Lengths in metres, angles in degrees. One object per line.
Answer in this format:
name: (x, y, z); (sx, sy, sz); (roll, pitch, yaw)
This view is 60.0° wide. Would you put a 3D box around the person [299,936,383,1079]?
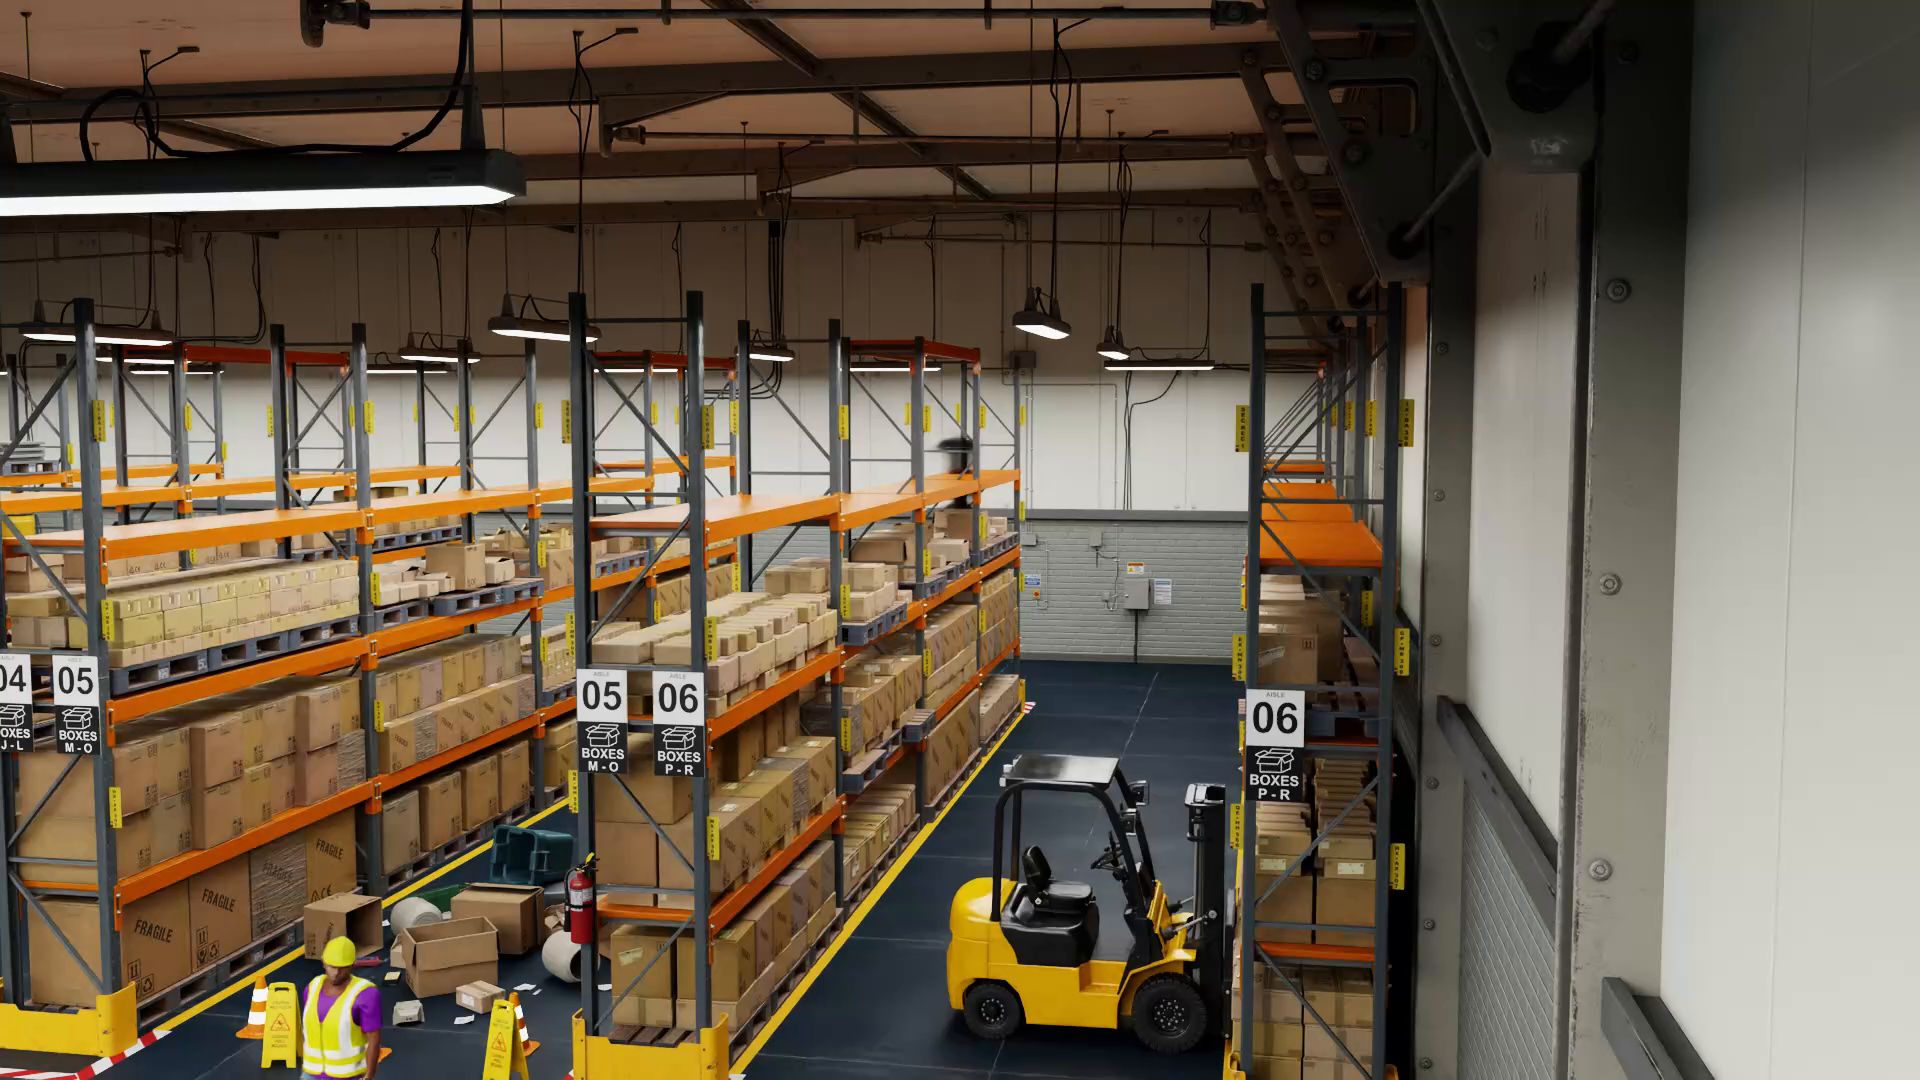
person: (-4.016, 3.413, 10.744); (0.633, 1.758, 0.452); (1, 5, 9)
